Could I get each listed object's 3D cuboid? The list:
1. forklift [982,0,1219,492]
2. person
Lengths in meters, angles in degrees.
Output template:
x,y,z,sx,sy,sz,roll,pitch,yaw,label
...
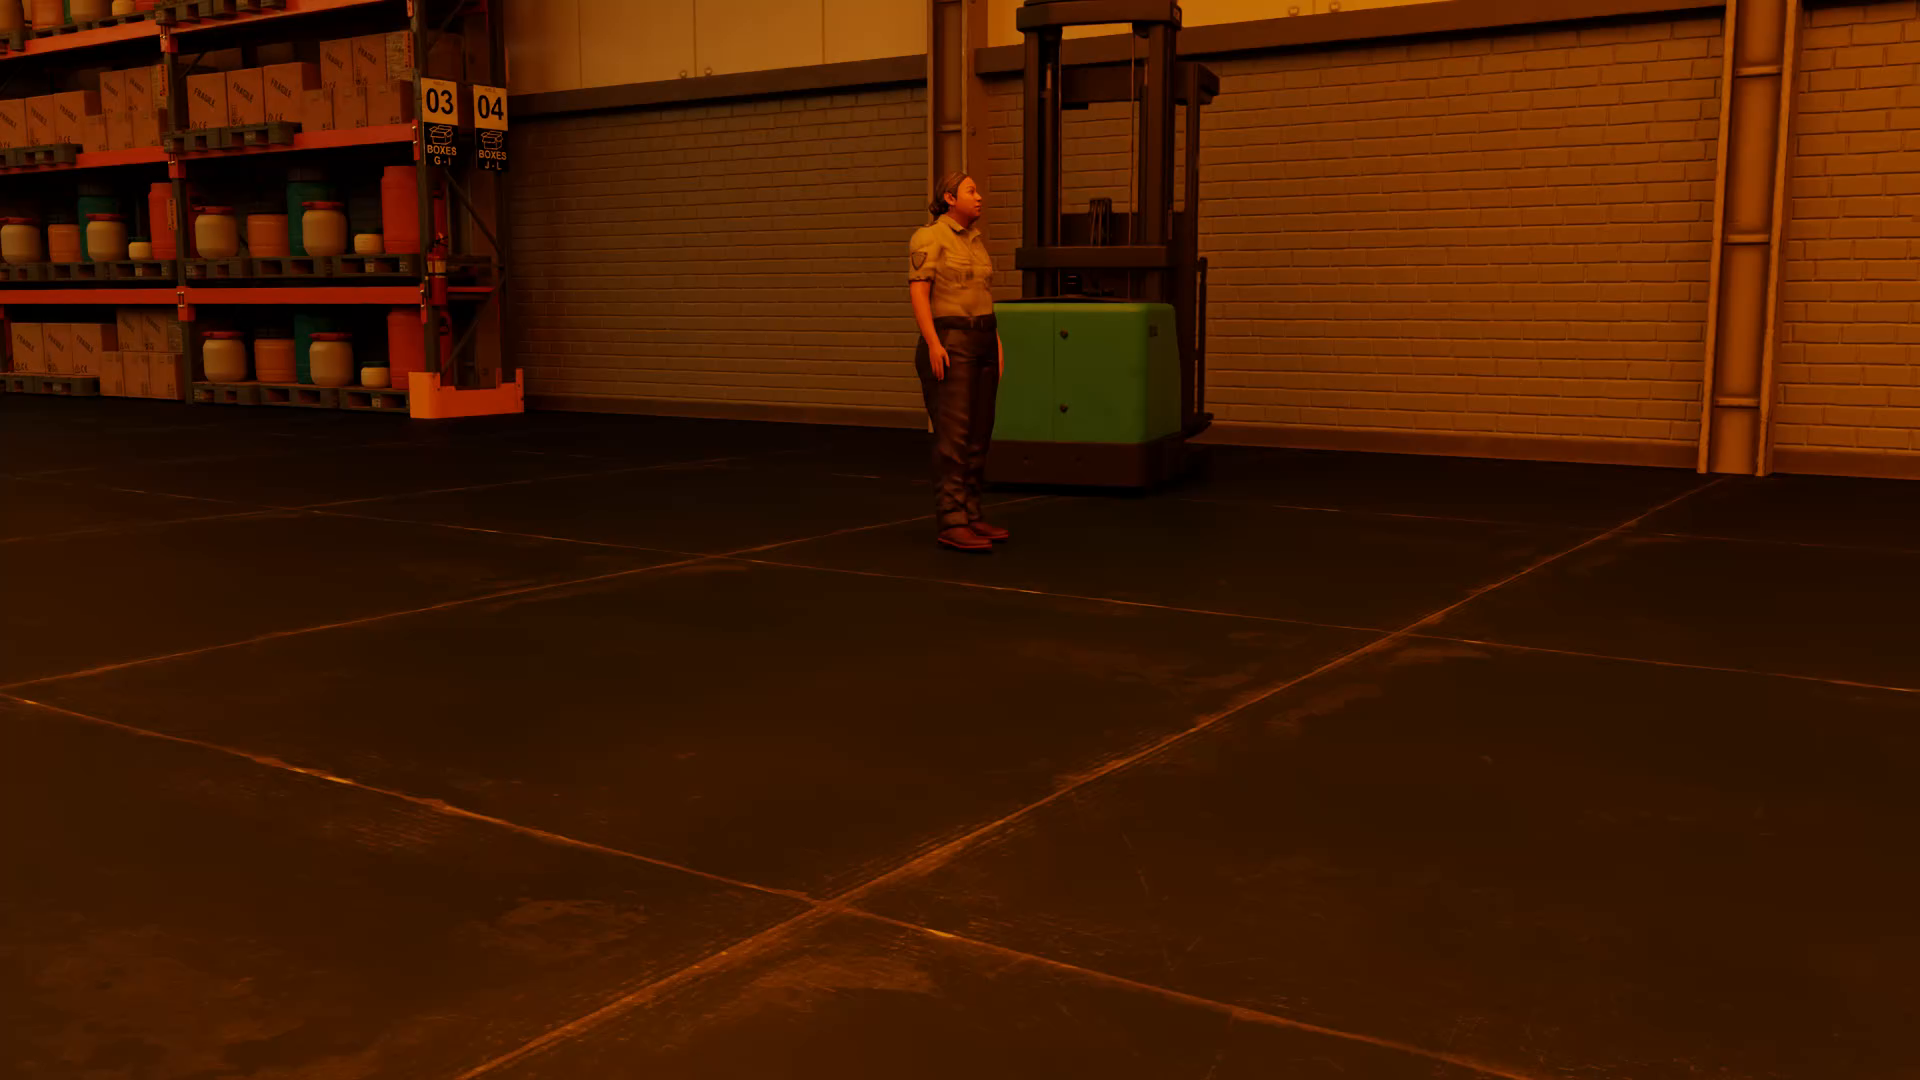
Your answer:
x,y,z,sx,sy,sz,roll,pitch,yaw,label
0.999,-1.890,10.485,1.130,2.935,3.031,3,9,18,forklift
0.061,-0.810,7.419,0.503,1.643,0.598,5,10,34,person
